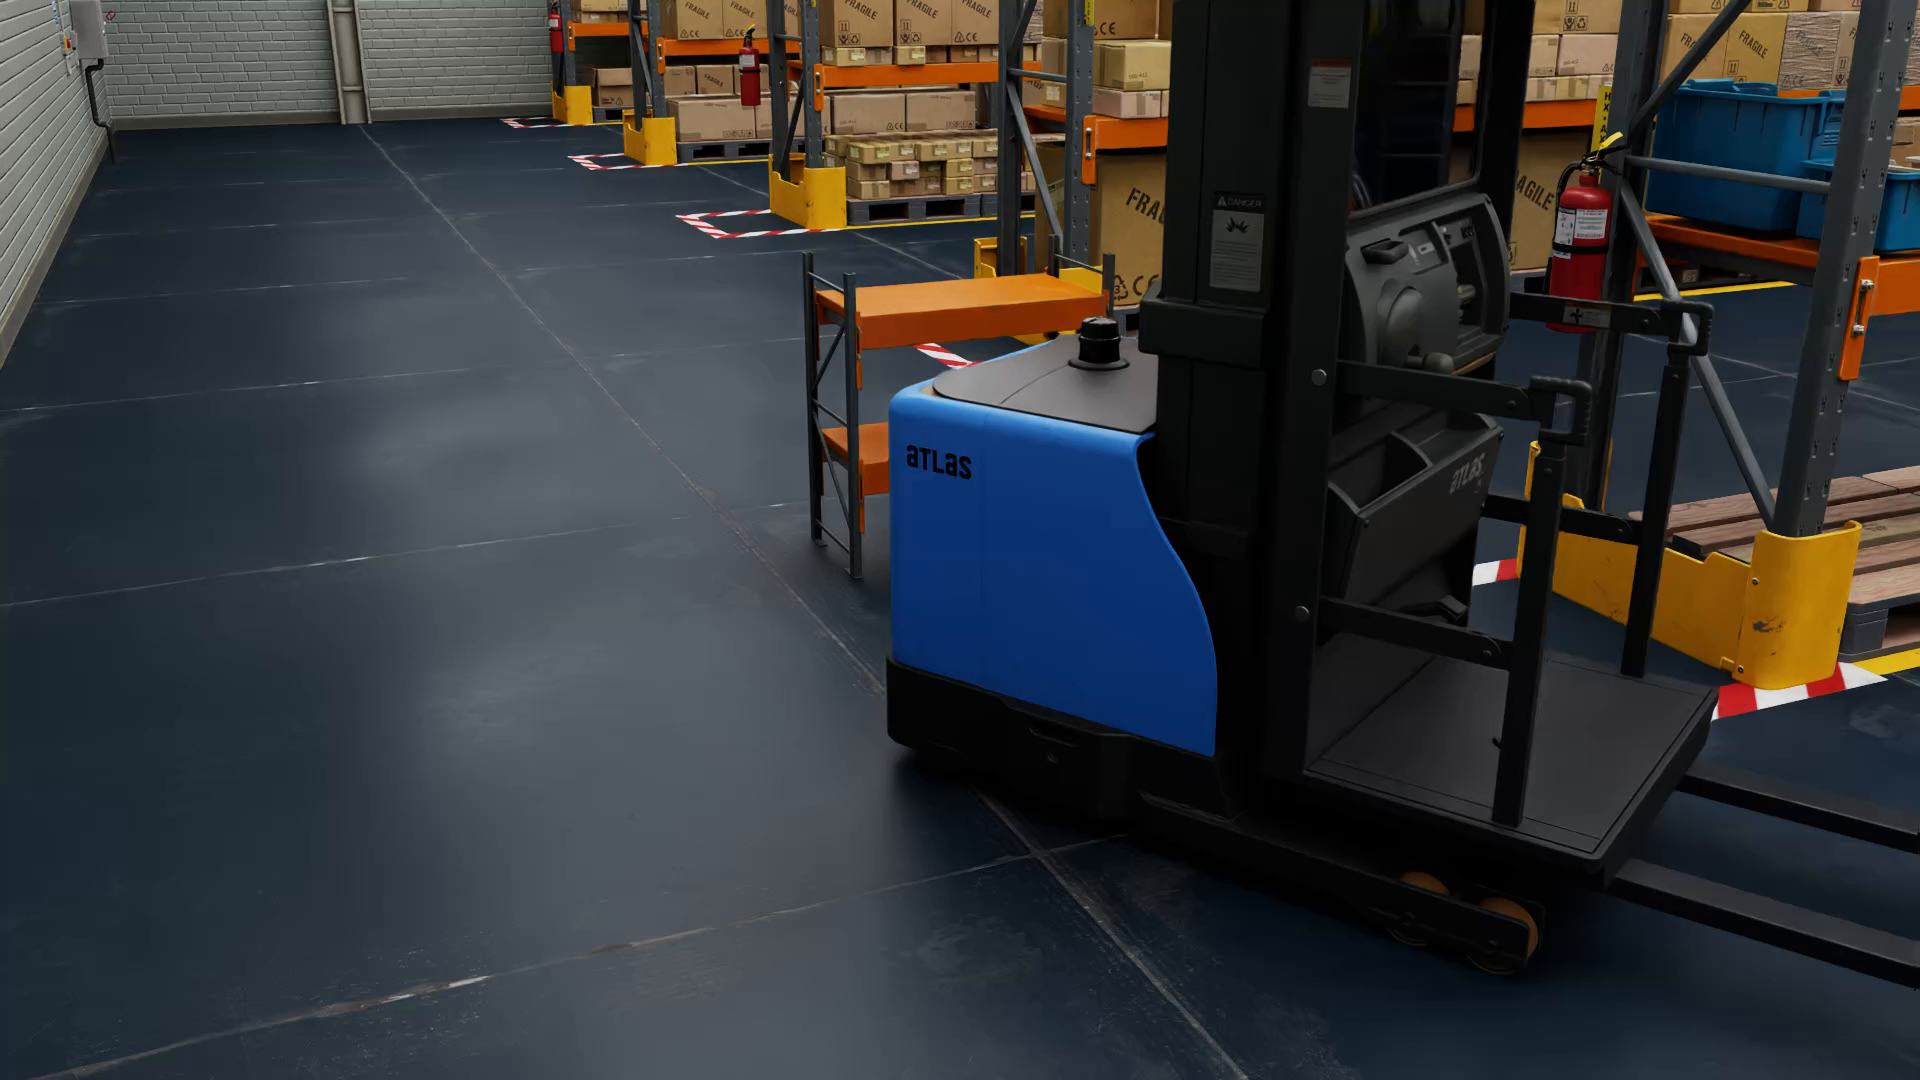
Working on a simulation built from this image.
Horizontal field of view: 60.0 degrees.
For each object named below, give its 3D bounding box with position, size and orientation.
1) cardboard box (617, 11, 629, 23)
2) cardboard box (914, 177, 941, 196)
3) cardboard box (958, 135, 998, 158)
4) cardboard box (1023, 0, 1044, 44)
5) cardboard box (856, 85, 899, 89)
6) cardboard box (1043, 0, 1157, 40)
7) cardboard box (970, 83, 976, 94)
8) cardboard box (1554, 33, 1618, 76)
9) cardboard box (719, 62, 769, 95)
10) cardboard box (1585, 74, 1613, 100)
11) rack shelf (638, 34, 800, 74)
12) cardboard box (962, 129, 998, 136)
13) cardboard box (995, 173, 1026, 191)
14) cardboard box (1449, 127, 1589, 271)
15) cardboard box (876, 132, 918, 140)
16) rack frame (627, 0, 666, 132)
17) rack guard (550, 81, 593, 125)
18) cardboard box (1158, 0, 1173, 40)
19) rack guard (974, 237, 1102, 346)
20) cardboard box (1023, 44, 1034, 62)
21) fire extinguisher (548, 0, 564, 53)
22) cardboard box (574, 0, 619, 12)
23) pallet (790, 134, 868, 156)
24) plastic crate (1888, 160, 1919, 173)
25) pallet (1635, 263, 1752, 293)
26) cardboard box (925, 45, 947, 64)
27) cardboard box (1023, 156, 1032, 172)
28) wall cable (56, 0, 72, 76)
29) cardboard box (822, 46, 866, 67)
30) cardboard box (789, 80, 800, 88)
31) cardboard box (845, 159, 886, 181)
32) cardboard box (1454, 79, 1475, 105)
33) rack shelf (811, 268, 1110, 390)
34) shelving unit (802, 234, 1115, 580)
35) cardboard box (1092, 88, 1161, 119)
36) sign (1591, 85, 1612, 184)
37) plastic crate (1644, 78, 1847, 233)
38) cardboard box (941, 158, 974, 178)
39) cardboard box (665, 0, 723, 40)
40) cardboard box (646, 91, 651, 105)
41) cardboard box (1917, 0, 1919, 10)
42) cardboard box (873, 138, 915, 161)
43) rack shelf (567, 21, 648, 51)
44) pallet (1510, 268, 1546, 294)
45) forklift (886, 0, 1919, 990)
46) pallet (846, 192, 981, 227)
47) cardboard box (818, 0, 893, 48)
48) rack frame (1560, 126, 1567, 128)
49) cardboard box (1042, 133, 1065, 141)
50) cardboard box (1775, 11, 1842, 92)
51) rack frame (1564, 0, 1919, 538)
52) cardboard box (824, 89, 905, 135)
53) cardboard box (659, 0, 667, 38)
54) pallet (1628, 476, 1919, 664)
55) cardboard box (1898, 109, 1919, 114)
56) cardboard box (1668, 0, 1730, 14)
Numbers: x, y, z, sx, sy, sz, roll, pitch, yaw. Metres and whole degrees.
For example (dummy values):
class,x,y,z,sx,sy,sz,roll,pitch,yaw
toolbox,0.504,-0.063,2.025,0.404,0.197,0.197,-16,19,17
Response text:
class,x,y,z,sx,sy,sz,roll,pitch,yaw
cardboard box,-4.561,-7.126,22.623,0.250,0.149,0.380,-8,21,-23
cardboard box,-0.351,-3.102,14.475,0.250,0.149,0.380,-8,21,-21
cardboard box,0.165,-3.441,14.542,0.250,0.149,0.380,-7,21,-20
cardboard box,0.532,-4.553,14.338,0.500,0.500,0.500,-9,21,-23
cardboard box,-1.209,-6.733,24.258,0.500,0.500,0.500,-7,21,-20
cardboard box,0.823,-3.225,9.812,0.500,0.500,0.500,-8,21,-21
cardboard box,0.215,-6.936,24.837,0.500,0.500,0.500,-9,21,-24
cardboard box,3.852,-3.115,10.630,0.500,0.250,0.500,-9,21,-23
cardboard box,-3.062,-6.500,23.598,0.500,0.500,0.700,-9,21,-24
cardboard box,4.003,-2.925,10.690,0.250,0.149,0.380,-8,21,-22
rack shelf,-1.609,-5.603,19.002,4.000,0.370,1.077,-8,21,-22
cardboard box,0.208,-3.620,15.051,0.250,0.149,0.380,-9,21,-24
cardboard box,0.387,-3.171,14.671,0.250,0.149,0.380,-9,21,-25
cardboard box,3.515,-2.317,11.152,0.875,0.875,0.875,-8,21,-22
cardboard box,-0.565,-3.552,14.859,0.250,0.149,0.380,-9,21,-23
rack frame,-3.445,-5.679,18.135,0.127,3.000,1.000,-8,21,-22
rack guard,-5.345,-6.023,22.876,0.348,0.500,1.175,-8,21,-22
cardboard box,1.487,-3.127,9.535,0.500,0.500,0.500,-9,21,-23
rack guard,0.458,-1.475,9.958,0.348,0.500,1.175,-8,21,-22
cardboard box,0.448,-4.228,14.391,0.250,0.149,0.380,-7,21,-20
fire extinguisher,-5.367,-6.820,22.052,0.183,0.674,0.296,-8,21,-22
cardboard box,-4.891,-7.239,22.344,0.500,0.250,0.500,-8,21,-22
pallet,-1.623,-4.652,19.417,1.213,0.211,1.003,-8,21,-22
plastic crate,3.391,-1.247,5.853,0.243,0.136,0.396,-8,21,-22
pallet,4.832,-1.992,11.863,1.213,0.211,1.003,-8,21,-22
cardboard box,-0.295,-4.148,14.165,0.250,0.149,0.380,-7,21,-19
cardboard box,0.624,-3.391,14.848,0.250,0.149,0.380,-7,21,-19
wall cable,-8.613,-5.424,15.834,0.123,1.953,0.585,-8,21,-22
cardboard box,-0.964,-4.007,13.764,0.250,0.149,0.380,-8,21,-22
cardboard box,-2.442,-6.634,24.262,0.500,0.311,0.500,-7,21,-20
cardboard box,-0.809,-3.167,14.213,0.250,0.149,0.380,-7,21,-20
cardboard box,3.058,-2.789,10.306,0.250,0.149,0.380,-8,21,-21
rack shelf,-0.006,-0.806,6.235,1.000,0.278,0.538,-8,21,-22
shelving unit,-0.006,-0.530,6.333,1.048,1.125,0.538,-8,21,-22
cardboard box,0.937,-2.485,9.440,0.250,0.149,0.380,-8,21,-21
sign,2.209,-1.389,5.705,0.005,0.325,0.100,-8,21,-22
plastic crate,2.676,-1.293,5.533,0.499,0.435,0.616,-8,21,-22
cardboard box,-0.067,-3.246,14.437,0.250,0.149,0.380,-7,21,-20
cardboard box,-2.891,-5.702,18.049,0.500,0.500,0.500,-8,21,-22
cardboard box,-4.410,-6.141,23.108,0.250,0.149,0.380,-9,21,-24
cardboard box,6.549,-4.054,11.857,0.637,0.503,0.797,-8,21,-21
cardboard box,-0.571,-3.355,14.299,0.250,0.149,0.380,-8,21,-21
rack shelf,-3.578,-7.116,23.299,4.000,0.370,1.077,-8,21,-22
pallet,3.424,-1.792,11.293,1.213,0.211,1.003,-8,21,-22
forklift,1.283,-0.605,3.826,3.031,2.935,1.130,14,24,34
pallet,-0.562,-2.974,14.650,1.213,0.211,1.003,-8,21,-22
cardboard box,-0.870,-4.345,13.748,0.500,0.500,0.500,-7,21,-19
rack frame,4.153,-3.183,11.046,0.127,3.000,1.000,-8,21,-22
cardboard box,0.889,-3.523,14.776,0.250,0.149,0.380,-9,21,-24
cardboard box,5.595,-3.347,11.360,0.500,0.500,0.500,-9,21,-23
rack frame,2.442,-1.147,5.262,0.127,3.000,1.000,-8,21,-22
cardboard box,-1.213,-5.027,19.508,0.875,0.438,0.875,-9,21,-24
cardboard box,-3.107,-5.870,18.528,0.500,0.500,0.500,-8,21,-22
pallet,3.215,0.072,6.000,1.213,0.211,1.003,-8,21,-22
cardboard box,7.184,-2.821,12.584,0.875,0.875,1.225,-9,21,-24
cardboard box,4.736,-3.790,11.109,0.637,0.503,0.797,-9,21,-23
